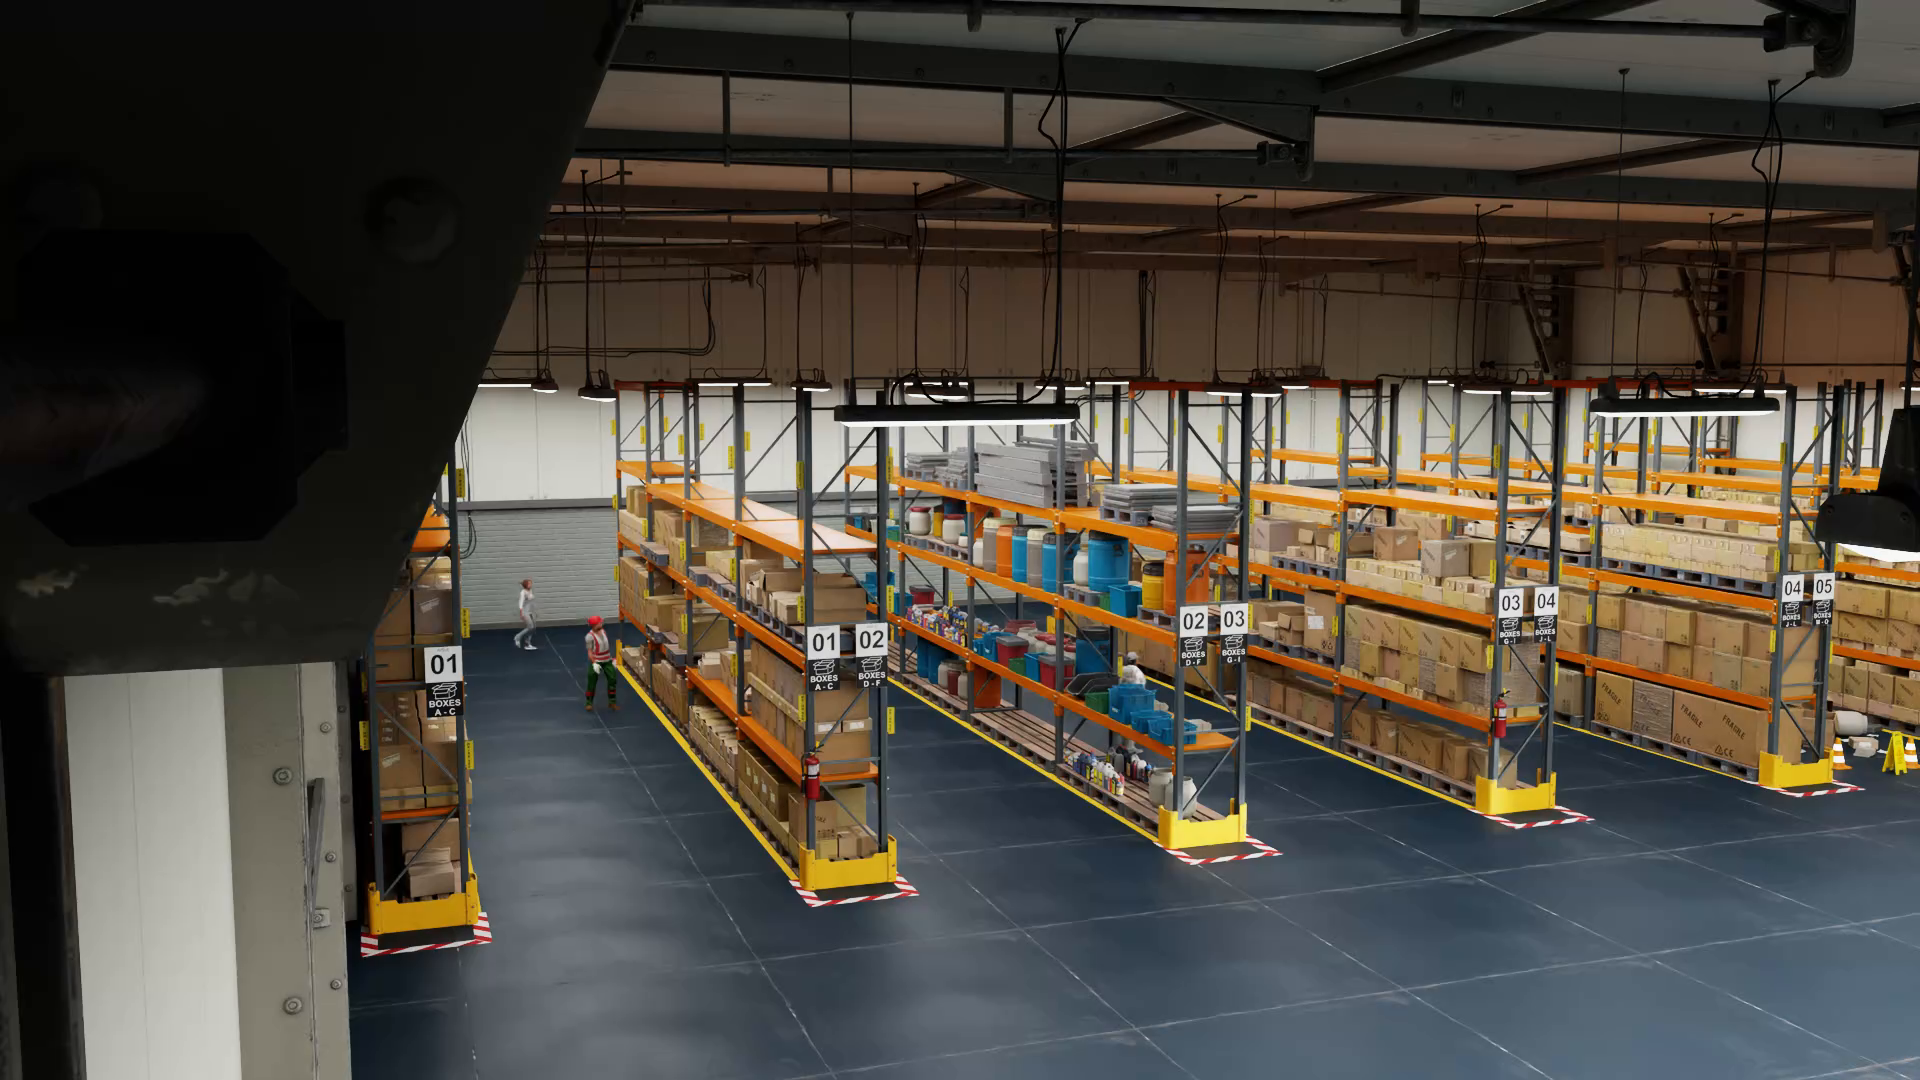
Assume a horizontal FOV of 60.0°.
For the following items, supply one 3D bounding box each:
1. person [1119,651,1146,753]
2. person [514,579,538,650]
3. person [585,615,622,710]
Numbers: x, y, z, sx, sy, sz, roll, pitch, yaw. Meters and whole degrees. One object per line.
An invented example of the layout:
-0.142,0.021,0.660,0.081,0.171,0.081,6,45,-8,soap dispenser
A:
2.841,2.658,27.144,0.475,1.696,0.540,-4,7,-35,person
-9.621,1.647,36.839,0.477,1.584,0.441,1,6,10,person
-6.554,2.276,30.431,0.672,1.846,0.611,-6,8,-44,person
